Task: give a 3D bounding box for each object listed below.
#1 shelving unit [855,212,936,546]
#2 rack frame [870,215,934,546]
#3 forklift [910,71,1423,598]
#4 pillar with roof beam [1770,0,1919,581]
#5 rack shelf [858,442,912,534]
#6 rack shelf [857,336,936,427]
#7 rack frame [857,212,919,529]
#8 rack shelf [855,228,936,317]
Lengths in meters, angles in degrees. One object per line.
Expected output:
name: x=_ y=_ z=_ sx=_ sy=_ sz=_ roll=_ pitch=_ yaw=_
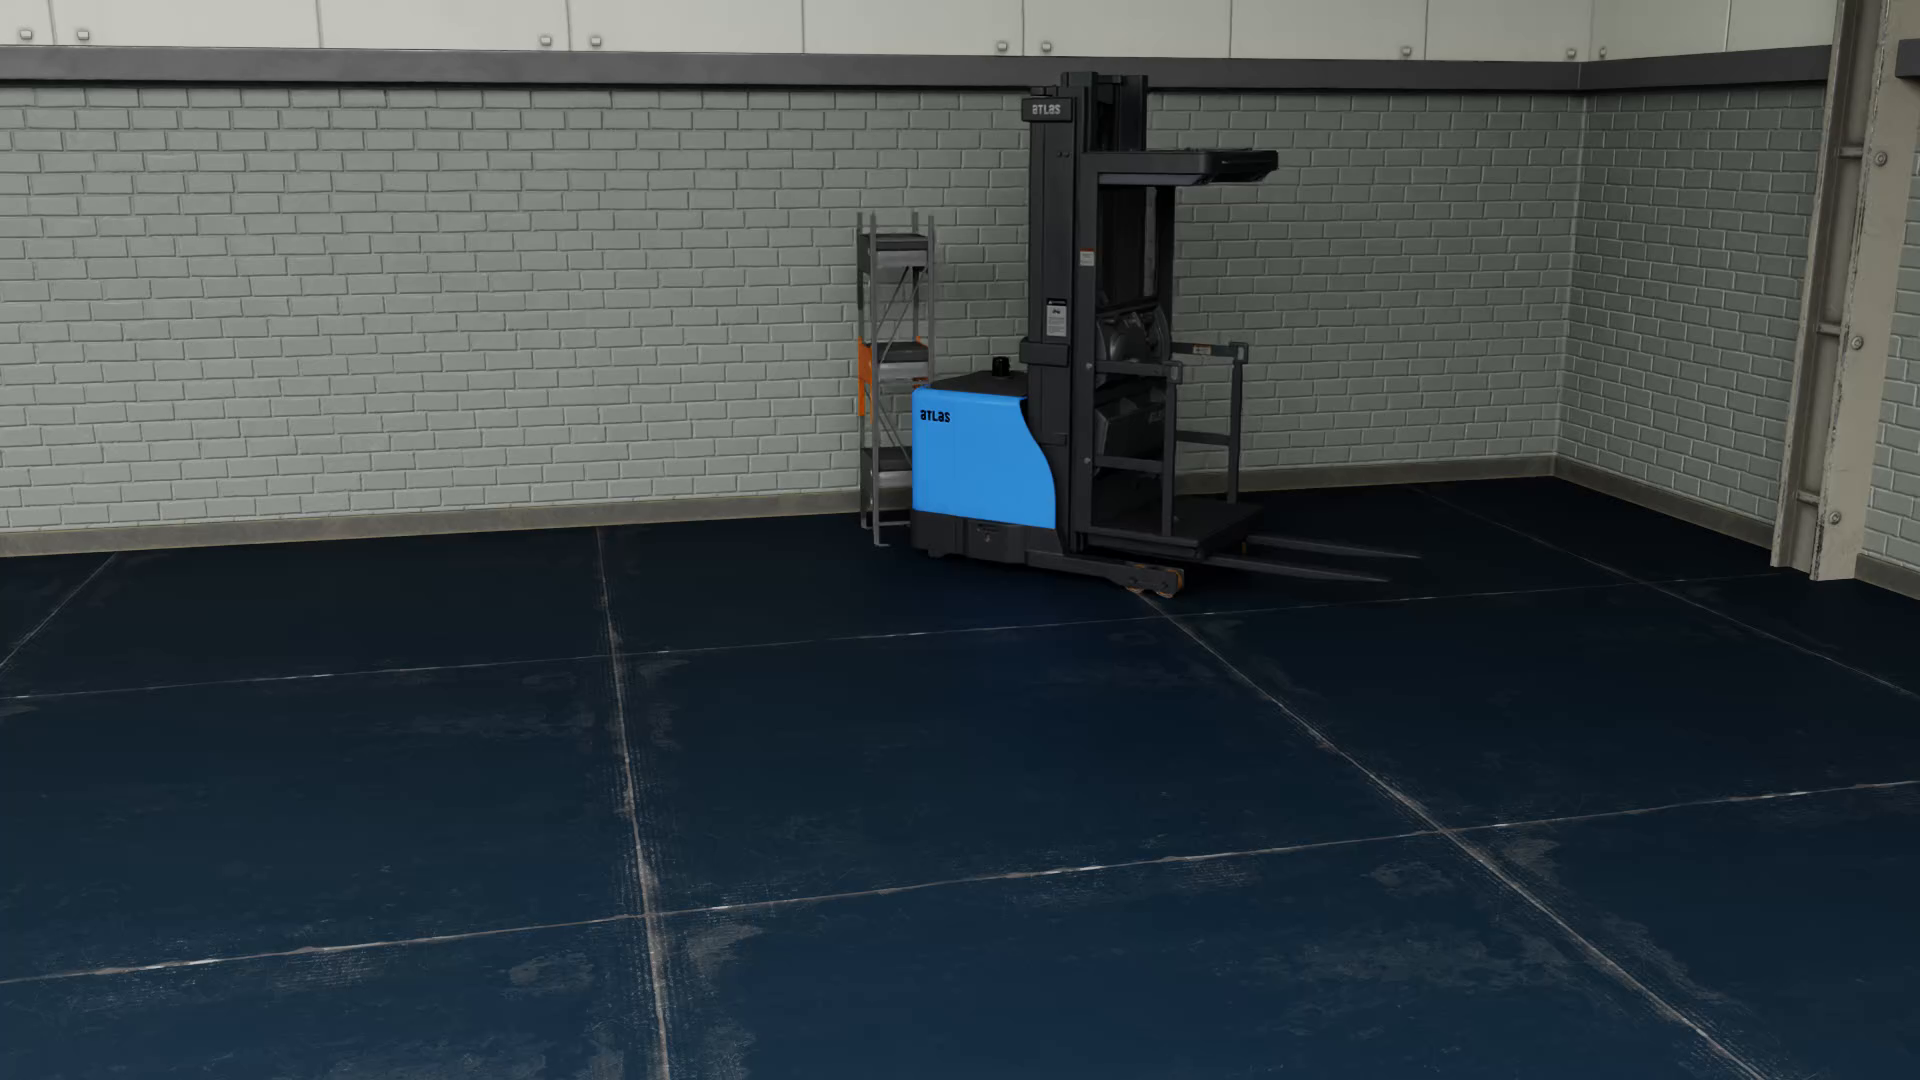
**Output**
shelving unit: x=-0.416 y=-1.048 z=10.791 sx=0.431 sy=2.100 sz=0.503 roll=-3 pitch=14 yaw=-13
rack frame: x=-0.362 y=-0.991 z=10.560 sx=0.400 sy=2.100 sz=0.015 roll=-3 pitch=14 yaw=-13
forklift: x=1.213 y=-1.236 z=9.809 sx=3.031 sy=2.935 sz=1.130 roll=8 pitch=16 yaw=30
pillar with roof beam: x=1.025 y=-3.942 z=8.101 sx=9.100 sy=9.000 sz=0.400 roll=-3 pitch=14 yaw=-13
rack shelf: x=-0.416 y=-0.354 z=10.961 sx=0.431 sy=0.518 sz=0.480 roll=-3 pitch=14 yaw=-13
rack shelf: x=-0.416 y=-1.034 z=10.794 sx=0.431 sy=0.518 sz=0.480 roll=-3 pitch=14 yaw=-13
rack frame: x=-0.471 y=-1.104 z=11.022 sx=0.400 sy=2.100 sz=0.015 roll=-3 pitch=14 yaw=-13
rack shelf: x=-0.416 y=-1.714 z=10.628 sx=0.431 sy=0.518 sz=0.480 roll=-3 pitch=14 yaw=-13
